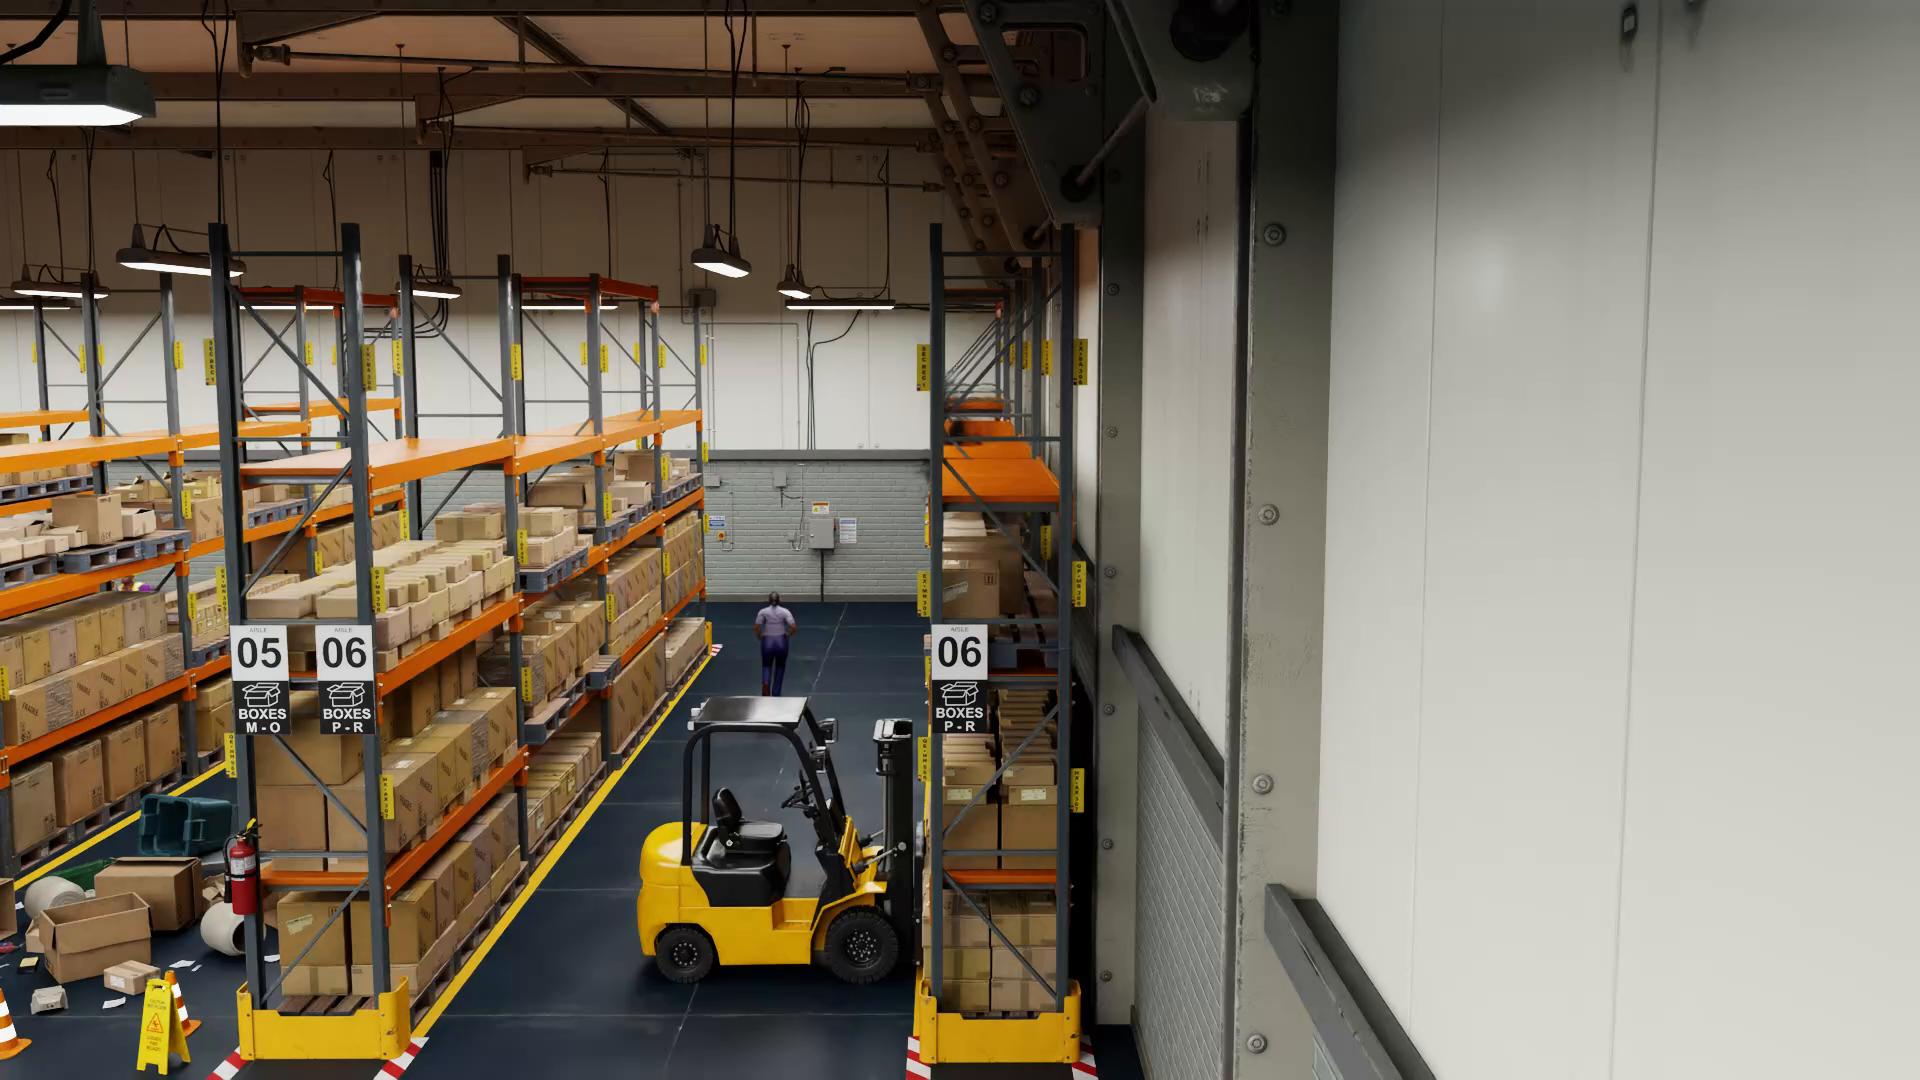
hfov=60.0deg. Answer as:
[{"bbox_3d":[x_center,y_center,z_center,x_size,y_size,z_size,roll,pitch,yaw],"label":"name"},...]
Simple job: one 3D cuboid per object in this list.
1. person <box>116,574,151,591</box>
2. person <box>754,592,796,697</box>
[{"bbox_3d":[-12.893,1.297,25.938,0.697,1.782,0.736,-1,7,-6],"label":"person"},{"bbox_3d":[-2.689,1.568,24.196,0.613,1.597,0.551,-1,7,-5],"label":"person"}]
